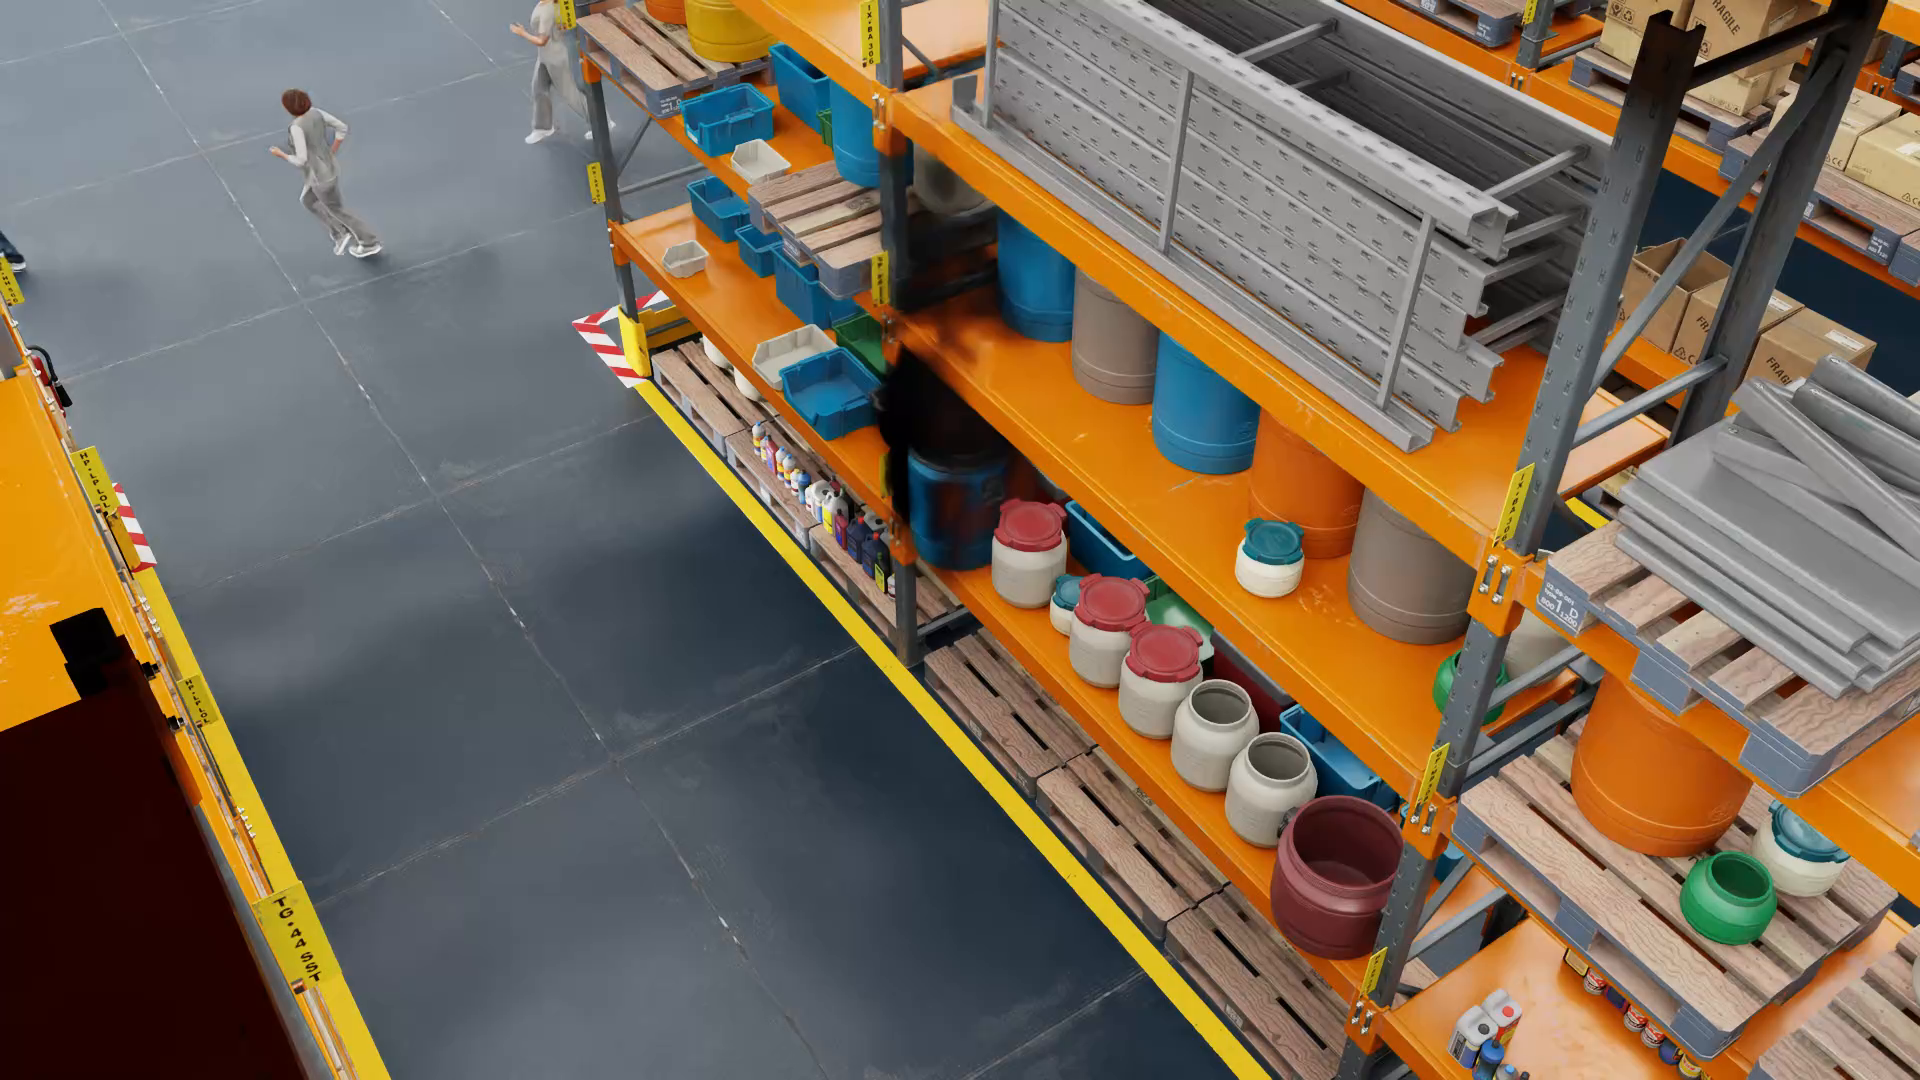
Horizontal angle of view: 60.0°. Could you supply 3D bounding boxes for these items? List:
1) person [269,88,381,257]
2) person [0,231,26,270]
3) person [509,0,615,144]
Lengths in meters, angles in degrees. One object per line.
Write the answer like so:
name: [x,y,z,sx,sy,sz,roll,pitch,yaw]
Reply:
person: [-5.335,-3.016,13.877,0.679,1.620,0.507,1,43,1]
person: [-8.274,-2.866,13.699,0.594,1.575,0.517,-1,43,-2]
person: [-3.714,-4.422,15.309,0.875,1.701,0.550,-6,43,-7]
